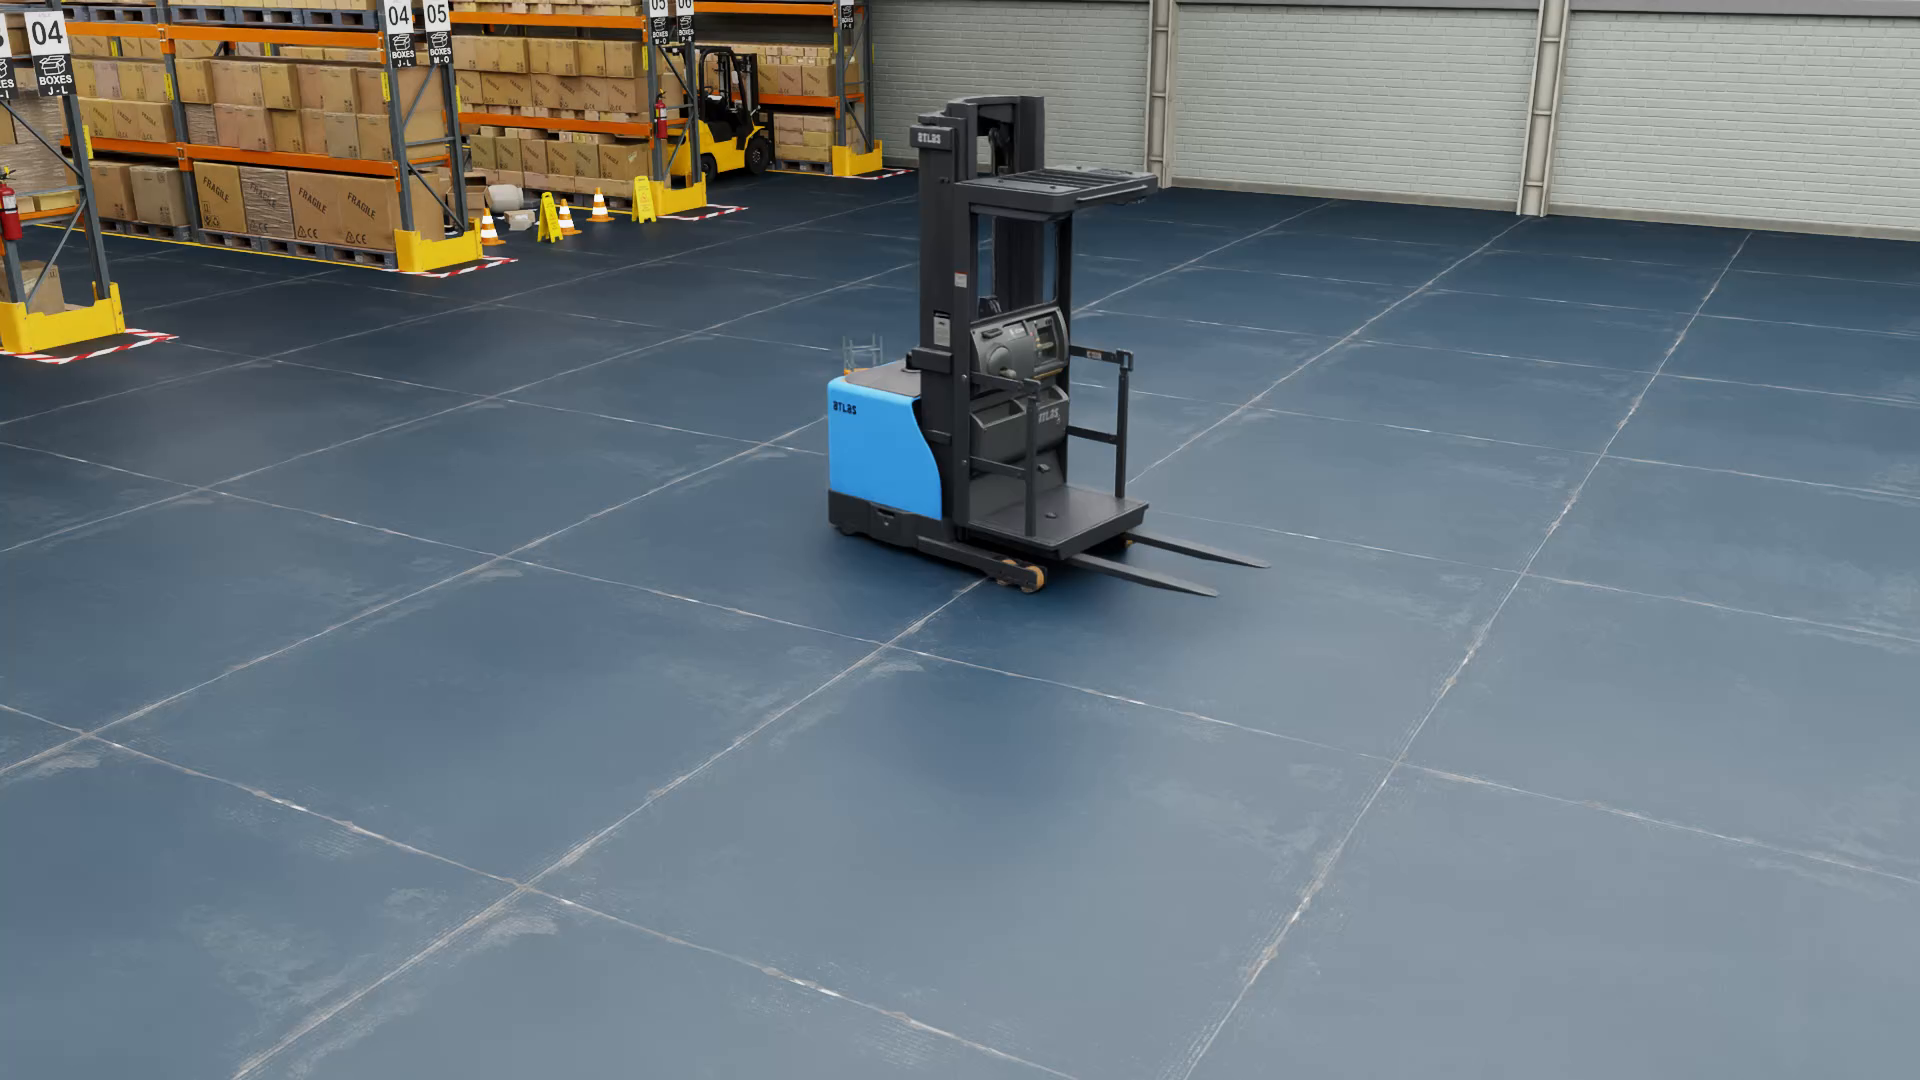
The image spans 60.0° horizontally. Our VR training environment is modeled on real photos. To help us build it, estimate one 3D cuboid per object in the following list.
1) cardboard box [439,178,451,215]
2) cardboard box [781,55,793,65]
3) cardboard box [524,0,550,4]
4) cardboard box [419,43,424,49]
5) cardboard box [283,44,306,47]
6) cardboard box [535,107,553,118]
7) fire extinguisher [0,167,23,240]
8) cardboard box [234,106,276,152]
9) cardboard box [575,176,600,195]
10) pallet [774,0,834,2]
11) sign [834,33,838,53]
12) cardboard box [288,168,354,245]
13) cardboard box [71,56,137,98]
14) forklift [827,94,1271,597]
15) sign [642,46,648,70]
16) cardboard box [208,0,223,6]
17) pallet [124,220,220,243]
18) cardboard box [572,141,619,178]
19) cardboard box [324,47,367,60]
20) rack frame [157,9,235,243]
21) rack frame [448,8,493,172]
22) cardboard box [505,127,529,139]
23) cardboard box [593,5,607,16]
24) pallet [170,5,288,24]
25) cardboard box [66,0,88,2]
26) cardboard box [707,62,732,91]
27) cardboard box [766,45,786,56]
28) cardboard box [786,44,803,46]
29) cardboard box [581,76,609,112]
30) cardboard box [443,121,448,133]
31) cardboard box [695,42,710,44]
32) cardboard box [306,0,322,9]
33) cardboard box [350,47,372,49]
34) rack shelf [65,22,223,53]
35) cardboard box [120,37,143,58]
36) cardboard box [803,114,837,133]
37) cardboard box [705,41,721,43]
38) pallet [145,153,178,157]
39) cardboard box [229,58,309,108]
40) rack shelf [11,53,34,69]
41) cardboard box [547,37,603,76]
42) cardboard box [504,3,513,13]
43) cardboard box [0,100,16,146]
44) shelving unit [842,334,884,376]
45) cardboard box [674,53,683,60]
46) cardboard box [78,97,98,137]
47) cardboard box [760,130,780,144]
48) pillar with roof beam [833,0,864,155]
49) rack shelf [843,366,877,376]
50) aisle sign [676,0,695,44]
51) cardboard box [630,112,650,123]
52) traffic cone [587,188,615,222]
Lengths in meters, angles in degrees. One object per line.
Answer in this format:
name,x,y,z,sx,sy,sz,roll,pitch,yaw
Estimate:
cardboard box,-7.817,-4.967,24.120,0.503,0.637,0.797,11,23,27
cardboard box,-2.895,-8.329,28.830,0.250,0.149,0.380,11,22,27
cardboard box,-6.142,-8.121,24.740,0.500,0.250,0.500,11,23,28
cardboard box,-8.957,-8.073,27.071,0.250,0.149,0.380,12,23,30
cardboard box,-11.524,-8.387,28.475,0.500,0.500,0.500,10,22,26
cardboard box,-6.256,-6.535,25.350,0.250,0.149,0.380,11,23,27
fire extinguisher,-9.186,-3.242,16.017,0.183,0.674,0.296,11,23,27
cardboard box,-8.813,-5.363,21.530,0.550,0.550,0.875,11,23,27
cardboard box,-5.513,-5.433,25.359,0.500,0.250,0.500,11,23,27
pallet,-2.415,-9.357,28.492,1.213,0.211,1.003,11,23,27
sign,-2.087,-8.360,27.967,0.005,0.325,0.100,11,23,27
cardboard box,-7.947,-4.332,21.408,0.875,0.875,0.875,10,22,26
cardboard box,-11.813,-6.411,23.027,0.500,0.500,0.700,11,22,27
forklift,0.547,-1.251,10.516,3.031,2.935,1.130,16,25,37
sign,-4.516,-6.916,23.870,0.005,0.325,0.100,11,23,27
cardboard box,-9.231,-6.808,20.942,0.250,0.149,0.380,10,22,26
pallet,-10.756,-4.355,23.060,1.213,0.211,1.003,11,23,27
cardboard box,-5.512,-5.784,25.227,0.500,0.500,0.500,12,23,29
cardboard box,-10.007,-7.785,27.229,0.500,0.500,0.500,11,23,28
rack frame,-10.046,-5.560,22.293,0.127,3.000,1.000,11,23,27
rack frame,-7.720,-7.050,26.402,0.127,3.000,1.000,11,23,27
cardboard box,-6.807,-6.310,25.728,0.250,0.149,0.380,12,23,29
cardboard box,-5.125,-7.739,24.270,0.250,0.149,0.380,12,23,29
pallet,-9.337,-6.789,21.413,1.213,0.211,1.003,11,23,27
cardboard box,-11.683,-7.398,22.331,0.500,0.311,0.500,10,22,25
cardboard box,-4.137,-8.258,29.586,0.500,0.500,0.500,11,22,27
cardboard box,-3.161,-8.493,28.845,0.250,0.149,0.380,11,23,29
cardboard box,-2.900,-8.650,29.277,0.250,0.149,0.380,12,23,29
cardboard box,-5.271,-6.665,24.756,0.500,0.500,0.500,11,23,27
cardboard box,-10.159,-8.395,33.159,0.500,0.500,0.500,12,23,30
cardboard box,-4.670,-8.822,29.754,0.250,0.149,0.380,10,22,26
cardboard box,-7.674,-6.512,20.126,0.250,0.149,0.380,11,23,28
cardboard box,-9.782,-7.940,27.658,0.500,0.500,0.500,9,22,24
rack shelf,-11.792,-6.964,22.821,4.000,0.370,1.077,11,23,27
cardboard box,-14.460,-8.739,29.444,0.500,0.500,0.500,11,23,28
cardboard box,-2.365,-7.222,28.825,0.500,0.250,0.500,12,23,29
cardboard box,-4.440,-8.963,30.141,0.250,0.149,0.380,11,22,27
pallet,-13.994,-6.964,30.253,1.213,0.211,1.003,11,23,27
cardboard box,-8.799,-5.879,21.369,0.550,0.550,0.875,11,23,27
rack shelf,-10.807,-4.839,16.963,4.000,0.370,1.077,11,23,27
cardboard box,-5.714,-7.202,24.772,0.500,0.500,0.700,10,22,27
cardboard box,-6.669,-8.048,25.121,0.250,0.149,0.380,10,22,26
cardboard box,-9.662,-4.109,16.246,0.500,0.500,0.500,11,23,27
shelving unit,-0.672,-0.864,11.967,0.258,1.200,0.189,-7,15,-19
cardboard box,-4.926,-8.706,29.870,0.250,0.149,0.380,11,23,29
cardboard box,-11.959,-5.866,22.990,0.500,0.500,0.500,11,22,27
cardboard box,-3.282,-7.157,29.380,0.500,0.250,0.500,10,22,26
pillar with roof beam,-4.078,-9.786,25.146,0.400,9.000,9.100,11,23,27
rack shelf,-0.685,-1.171,11.892,0.258,0.103,0.180,-7,15,-19
aisle sign,-4.023,-7.689,24.351,0.004,0.787,0.394,11,23,27
cardboard box,-4.659,-6.265,24.607,0.250,0.149,0.380,12,23,29
traffic cone,-5.233,-4.880,24.139,0.334,0.463,0.336,11,23,27
